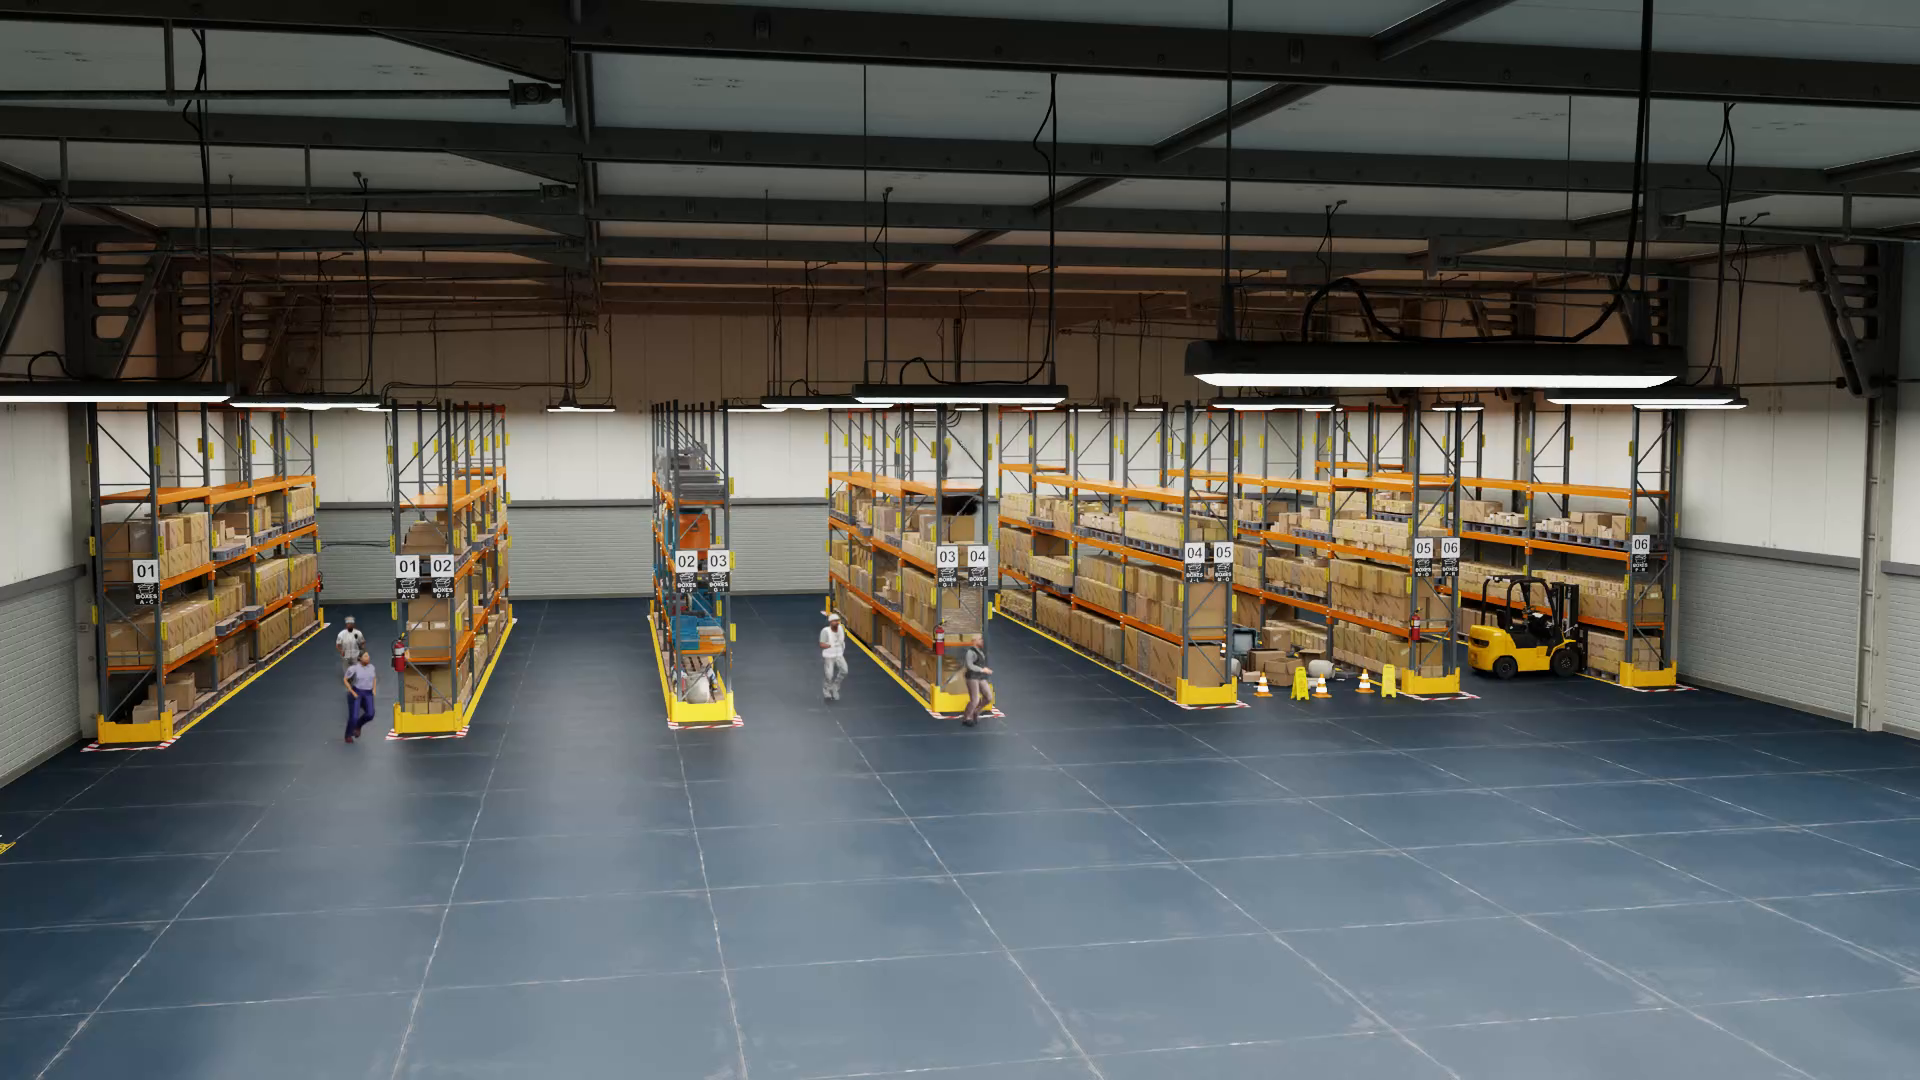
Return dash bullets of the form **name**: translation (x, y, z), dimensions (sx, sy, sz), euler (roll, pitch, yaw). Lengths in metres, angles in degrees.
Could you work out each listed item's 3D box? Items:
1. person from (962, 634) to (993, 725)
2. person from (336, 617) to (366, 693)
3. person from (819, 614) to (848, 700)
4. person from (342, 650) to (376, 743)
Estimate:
- **person**: translation (0.355, 2.573, 30.571), dimensions (0.667, 1.700, 0.692), euler (3, 5, 31)
- **person**: translation (-12.309, 2.365, 33.622), dimensions (0.562, 1.650, 0.589), euler (-2, 5, -20)
- **person**: translation (-2.506, 2.328, 33.184), dimensions (0.720, 1.739, 0.802), euler (-3, 5, -35)
- **person**: translation (-10.475, 2.739, 29.191), dimensions (0.663, 1.590, 0.500), euler (-4, 6, -45)
